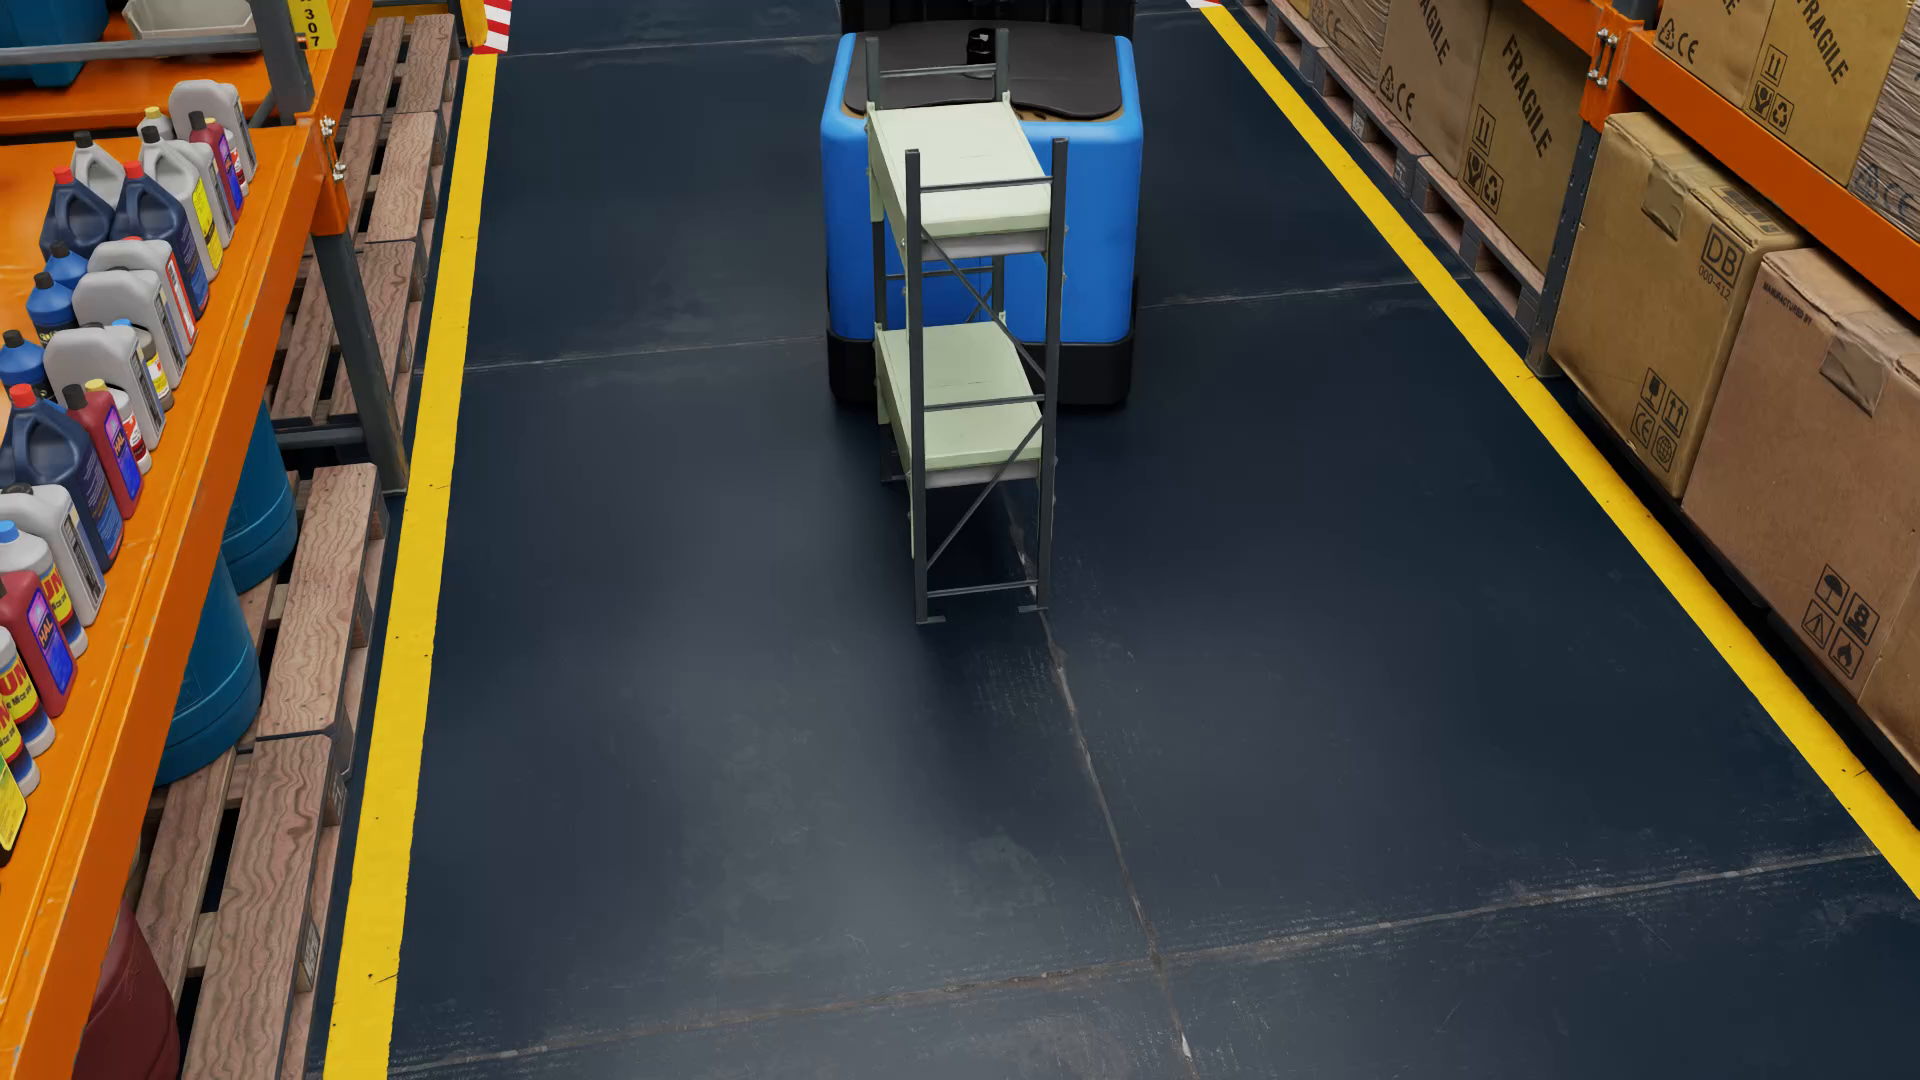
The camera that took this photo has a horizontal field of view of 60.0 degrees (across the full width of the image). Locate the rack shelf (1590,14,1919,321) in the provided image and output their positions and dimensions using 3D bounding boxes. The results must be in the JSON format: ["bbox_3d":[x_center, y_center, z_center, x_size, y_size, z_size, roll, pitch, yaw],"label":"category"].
[{"bbox_3d":[2.915,-0.357,3.851,1.077,0.370,4.000,-6,38,-8],"label":"rack shelf"}]

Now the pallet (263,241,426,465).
[{"bbox_3d":[-2.479,-0.655,5.921,1.003,0.211,1.213,-6,38,-8],"label":"pallet"}]

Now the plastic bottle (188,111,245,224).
[{"bbox_3d":[-1.839,-0.932,4.100,0.061,0.283,0.133,-6,38,-8],"label":"plastic bottle"}]

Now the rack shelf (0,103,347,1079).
[{"bbox_3d":[-1.961,0.176,3.165,1.077,0.370,4.000,-6,38,-8],"label":"rack shelf"}]

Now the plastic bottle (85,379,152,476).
[{"bbox_3d":[-1.660,-0.221,3.251,0.097,0.201,0.097,0,38,0],"label":"plastic bottle"}]

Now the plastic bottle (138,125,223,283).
[{"bbox_3d":[-1.828,-0.777,3.845,0.144,0.351,0.185,-6,38,-8],"label":"plastic bottle"}]

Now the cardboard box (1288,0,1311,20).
[{"bbox_3d":[2.055,-3.214,8.331,0.875,0.875,0.875,-6,38,-8],"label":"cardboard box"}]

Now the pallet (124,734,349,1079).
[{"bbox_3d":[-2.000,0.994,3.798,1.003,0.211,1.213,-6,38,-8],"label":"pallet"}]

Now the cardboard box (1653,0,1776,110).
[{"bbox_3d":[2.399,-1.584,4.762,0.500,0.500,0.500,-6,38,-8],"label":"cardboard box"}]

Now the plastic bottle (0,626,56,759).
[{"bbox_3d":[-1.523,0.223,2.622,0.097,0.271,0.097,0,38,0],"label":"plastic bottle"}]

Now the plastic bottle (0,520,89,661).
[{"bbox_3d":[-1.564,0.084,2.802,0.097,0.271,0.097,0,38,0],"label":"plastic bottle"}]

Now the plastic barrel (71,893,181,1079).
[{"bbox_3d":[-1.911,0.911,3.256,0.600,0.588,0.708,-6,38,-8],"label":"plastic barrel"}]

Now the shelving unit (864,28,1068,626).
[{"bbox_3d":[0.001,-0.588,4.785,0.431,1.500,0.755,-6,38,-8],"label":"shelving unit"}]

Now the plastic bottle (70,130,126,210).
[{"bbox_3d":[-1.970,-0.761,3.825,0.144,0.351,0.185,-6,38,-8],"label":"plastic bottle"}]

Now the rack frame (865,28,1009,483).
[{"bbox_3d":[-0.063,-0.809,5.069,0.400,1.500,0.023,-6,38,-8],"label":"rack frame"}]

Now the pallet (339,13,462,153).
[{"bbox_3d":[-2.906,-2.129,7.818,1.003,0.211,1.213,-6,38,-8],"label":"pallet"}]

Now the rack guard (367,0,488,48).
[{"bbox_3d":[-3.030,-2.758,8.393,1.175,0.500,0.348,-6,38,-8],"label":"rack guard"}]

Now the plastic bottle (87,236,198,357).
[{"bbox_3d":[-1.772,-0.539,3.599,0.152,0.276,0.135,-6,38,-8],"label":"plastic bottle"}]

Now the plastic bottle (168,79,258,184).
[{"bbox_3d":[-1.924,-1.064,4.275,0.152,0.276,0.135,-6,38,-8],"label":"plastic bottle"}]

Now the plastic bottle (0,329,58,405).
[{"bbox_3d":[-1.827,-0.291,3.284,0.097,0.271,0.097,0,38,0],"label":"plastic bottle"}]

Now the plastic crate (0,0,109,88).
[{"bbox_3d":[-2.729,-1.579,4.801,0.392,0.384,0.575,-6,38,-8],"label":"plastic crate"}]

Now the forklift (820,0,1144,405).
[{"bbox_3d":[0.109,-2.501,6.080,1.130,2.935,3.031,1,38,1],"label":"forklift"}]

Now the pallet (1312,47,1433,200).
[{"bbox_3d":[2.291,-1.954,7.593,1.003,0.211,1.213,-6,38,-8],"label":"pallet"}]

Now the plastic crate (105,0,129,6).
[{"bbox_3d":[-2.772,-1.878,5.398,0.437,0.125,0.590,-6,38,-8],"label":"plastic crate"}]

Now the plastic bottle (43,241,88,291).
[{"bbox_3d":[-1.891,-0.512,3.569,0.097,0.271,0.097,0,38,0],"label":"plastic bottle"}]

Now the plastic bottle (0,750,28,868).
[{"bbox_3d":[-1.468,0.345,2.456,0.061,0.283,0.133,-6,38,-8],"label":"plastic bottle"}]

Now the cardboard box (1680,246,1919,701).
[{"bbox_3d":[2.854,-0.252,4.518,1.225,0.875,0.875,-7,38,-10],"label":"cardboard box"}]

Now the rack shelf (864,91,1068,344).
[{"bbox_3d":[0.001,-0.896,4.545,0.431,0.370,0.720,-6,38,-8],"label":"rack shelf"}]

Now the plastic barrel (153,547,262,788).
[{"bbox_3d":[-2.109,0.105,4.038,0.600,0.901,0.708,-6,38,-8],"label":"plastic barrel"}]

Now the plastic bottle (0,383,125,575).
[{"bbox_3d":[-1.635,-0.111,2.988,0.144,0.351,0.185,-6,38,-8],"label":"plastic bottle"}]

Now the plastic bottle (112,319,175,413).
[{"bbox_3d":[-1.701,-0.361,3.431,0.097,0.201,0.097,0,38,0],"label":"plastic bottle"}]

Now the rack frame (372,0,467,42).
[{"bbox_3d":[-3.013,-3.732,7.609,1.000,3.000,0.127,-6,38,-8],"label":"rack frame"}]

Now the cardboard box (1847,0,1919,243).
[{"bbox_3d":[2.576,-0.978,3.982,0.500,0.500,0.500,-7,38,-9],"label":"cardboard box"}]

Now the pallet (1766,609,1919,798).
[{"bbox_3d":[2.992,0.449,4.500,1.003,0.211,1.213,-6,38,-8],"label":"pallet"}]

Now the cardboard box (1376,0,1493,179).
[{"bbox_3d":[2.370,-2.126,6.932,0.875,0.875,0.875,-6,38,-8],"label":"cardboard box"}]
